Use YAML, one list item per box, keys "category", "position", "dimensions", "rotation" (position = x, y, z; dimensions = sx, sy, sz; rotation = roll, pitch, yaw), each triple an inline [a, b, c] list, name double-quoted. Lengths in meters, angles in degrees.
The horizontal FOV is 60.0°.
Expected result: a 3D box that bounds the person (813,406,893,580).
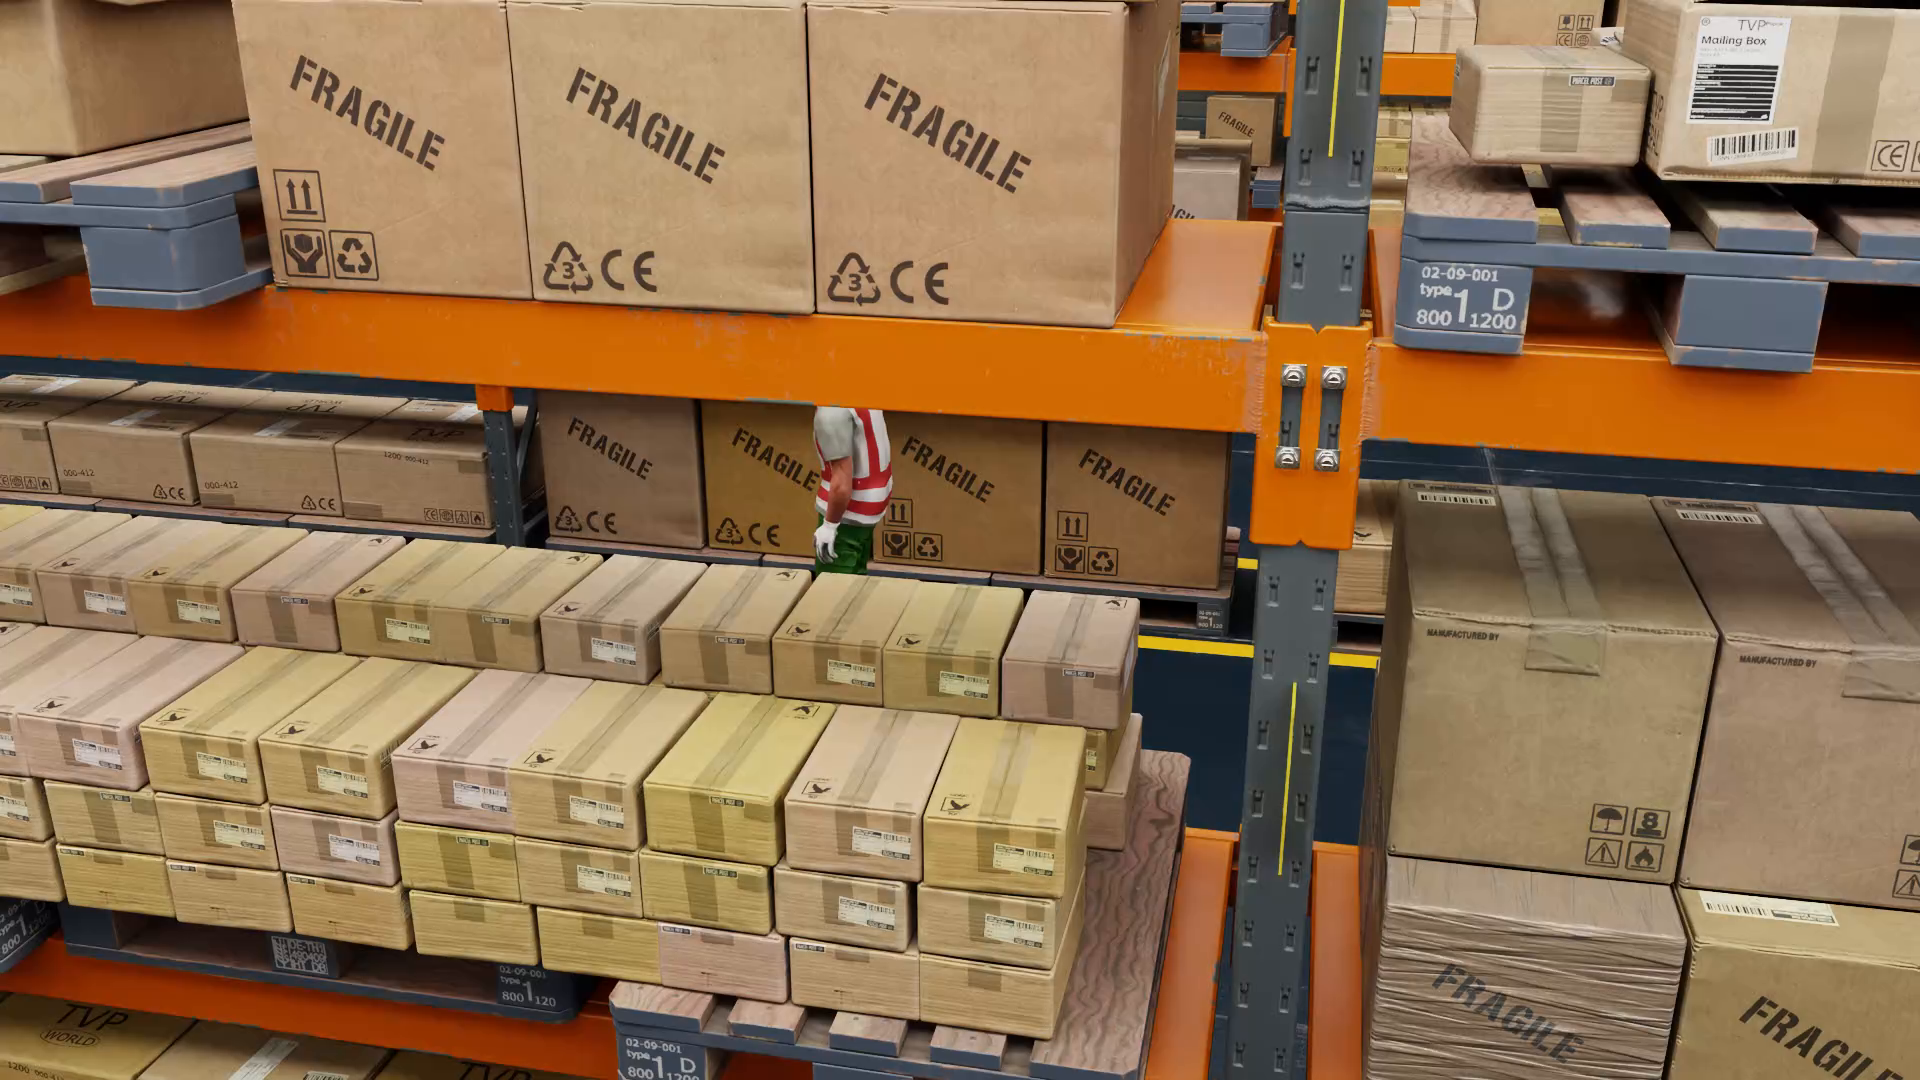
- category: "person"
  position: [-0.533, -0.133, 7.408]
  dimensions: [0.453, 1.777, 0.609]
  rotation: [3, 22, 8]
